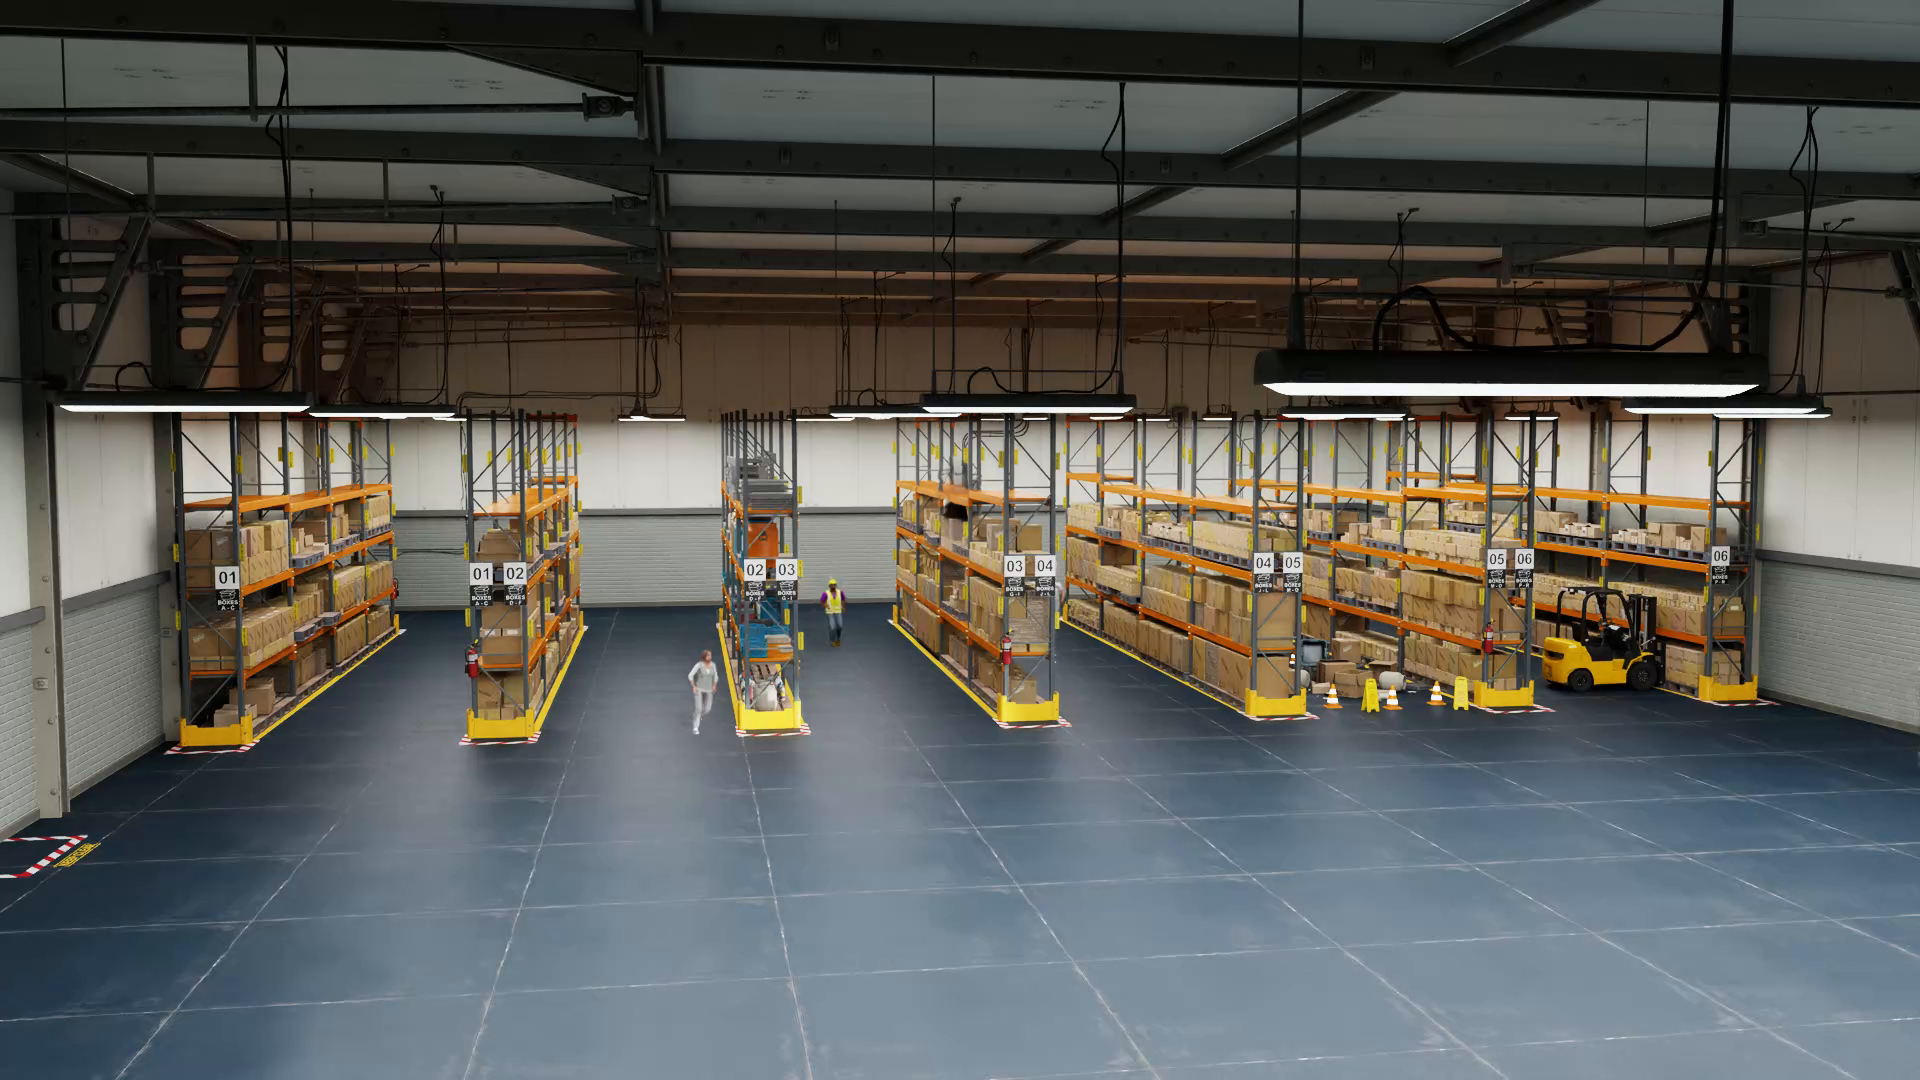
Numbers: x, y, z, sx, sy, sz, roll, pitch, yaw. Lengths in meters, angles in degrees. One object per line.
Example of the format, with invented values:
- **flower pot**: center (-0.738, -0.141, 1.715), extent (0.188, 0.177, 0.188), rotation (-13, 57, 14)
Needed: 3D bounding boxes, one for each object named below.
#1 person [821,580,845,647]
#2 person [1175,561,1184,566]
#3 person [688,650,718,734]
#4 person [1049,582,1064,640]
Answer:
- **person**: center (-3.218, 1.883, 42.532), extent (0.672, 1.746, 0.657), rotation (-1, 4, -14)
- **person**: center (6.726, 1.378, 50.511), extent (0.649, 1.685, 0.644), rotation (-1, 4, -9)
- **person**: center (-4.778, 2.810, 30.946), extent (0.582, 1.544, 0.509), rotation (-2, 4, -26)
- **person**: center (2.473, 1.765, 44.490), extent (0.670, 1.827, 0.767), rotation (0, 4, -2)
